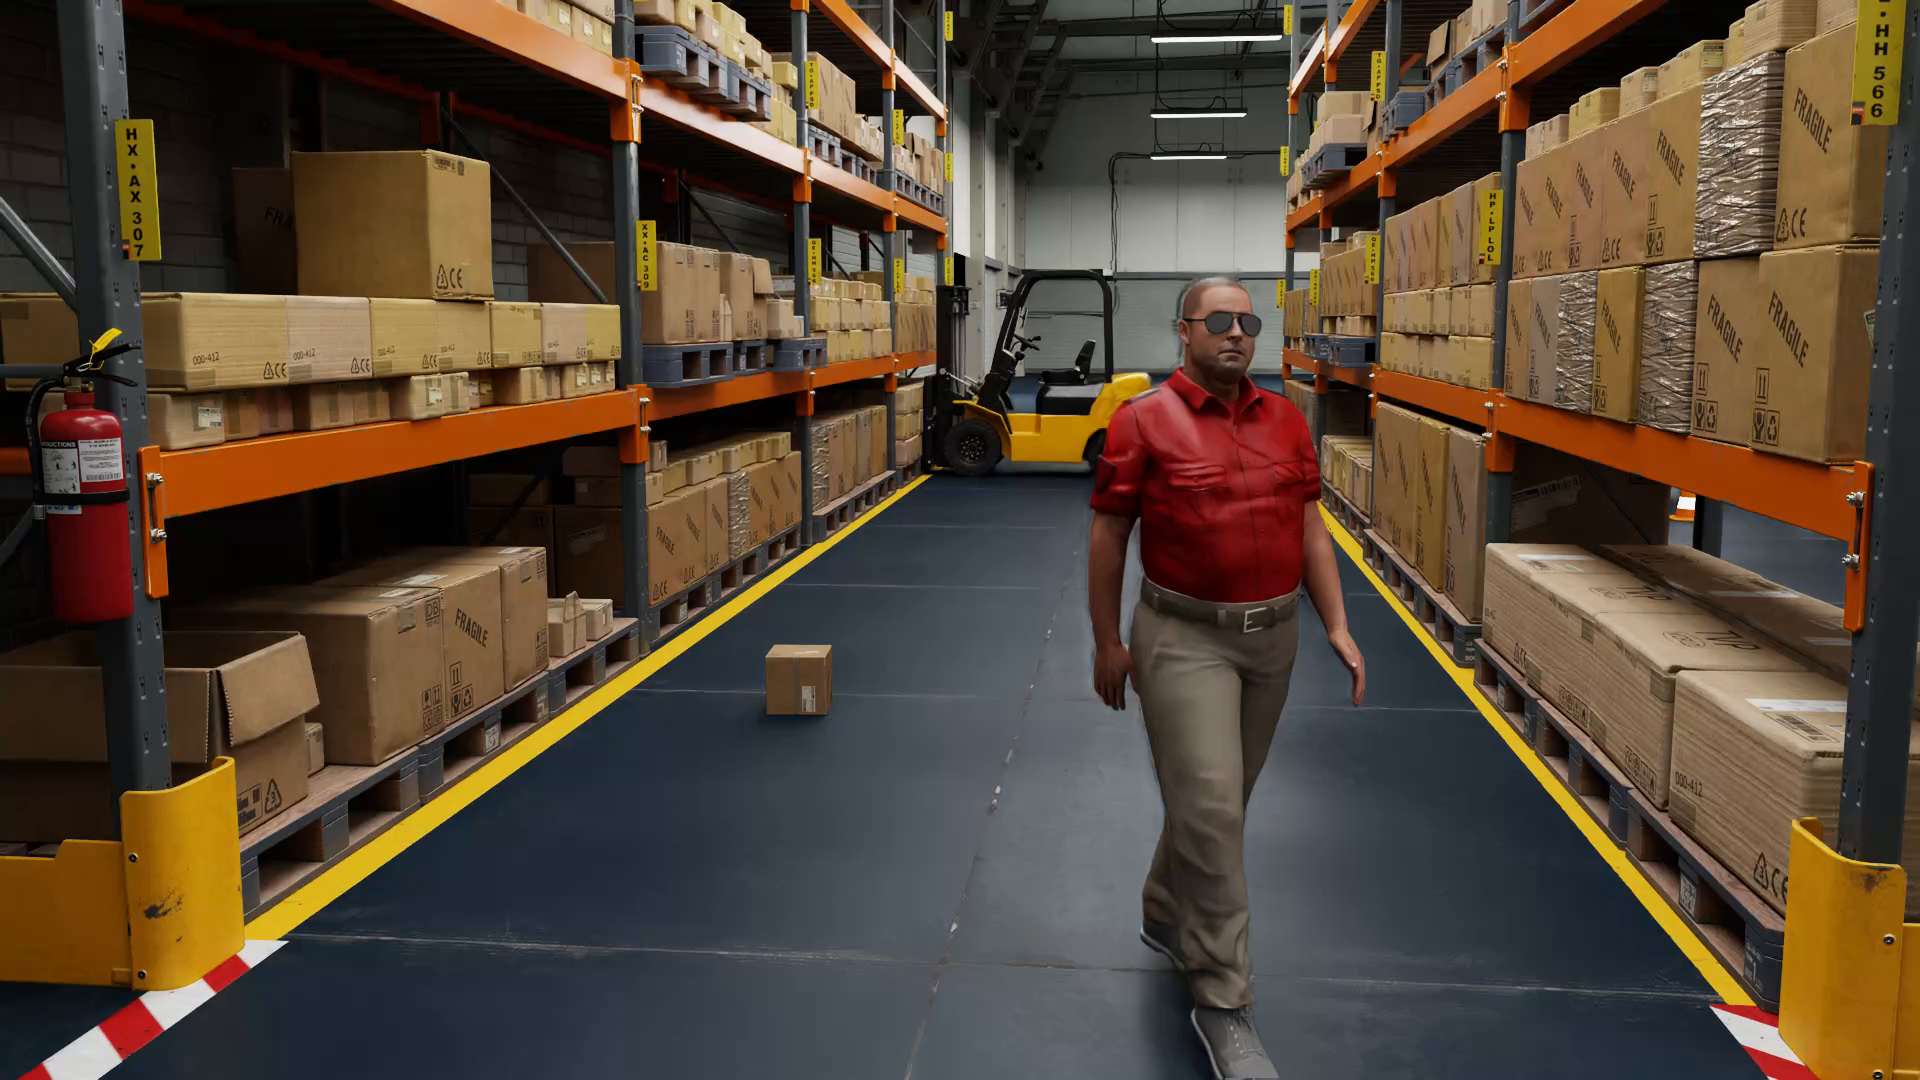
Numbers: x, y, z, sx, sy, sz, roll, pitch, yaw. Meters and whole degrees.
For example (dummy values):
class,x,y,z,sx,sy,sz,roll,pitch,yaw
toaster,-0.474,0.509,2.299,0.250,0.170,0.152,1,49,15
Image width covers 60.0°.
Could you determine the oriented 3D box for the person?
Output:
class,x,y,z,sx,sy,sz,roll,pitch,yaw
person,0.635,0.290,3.818,0.543,1.770,0.791,-4,8,-27
